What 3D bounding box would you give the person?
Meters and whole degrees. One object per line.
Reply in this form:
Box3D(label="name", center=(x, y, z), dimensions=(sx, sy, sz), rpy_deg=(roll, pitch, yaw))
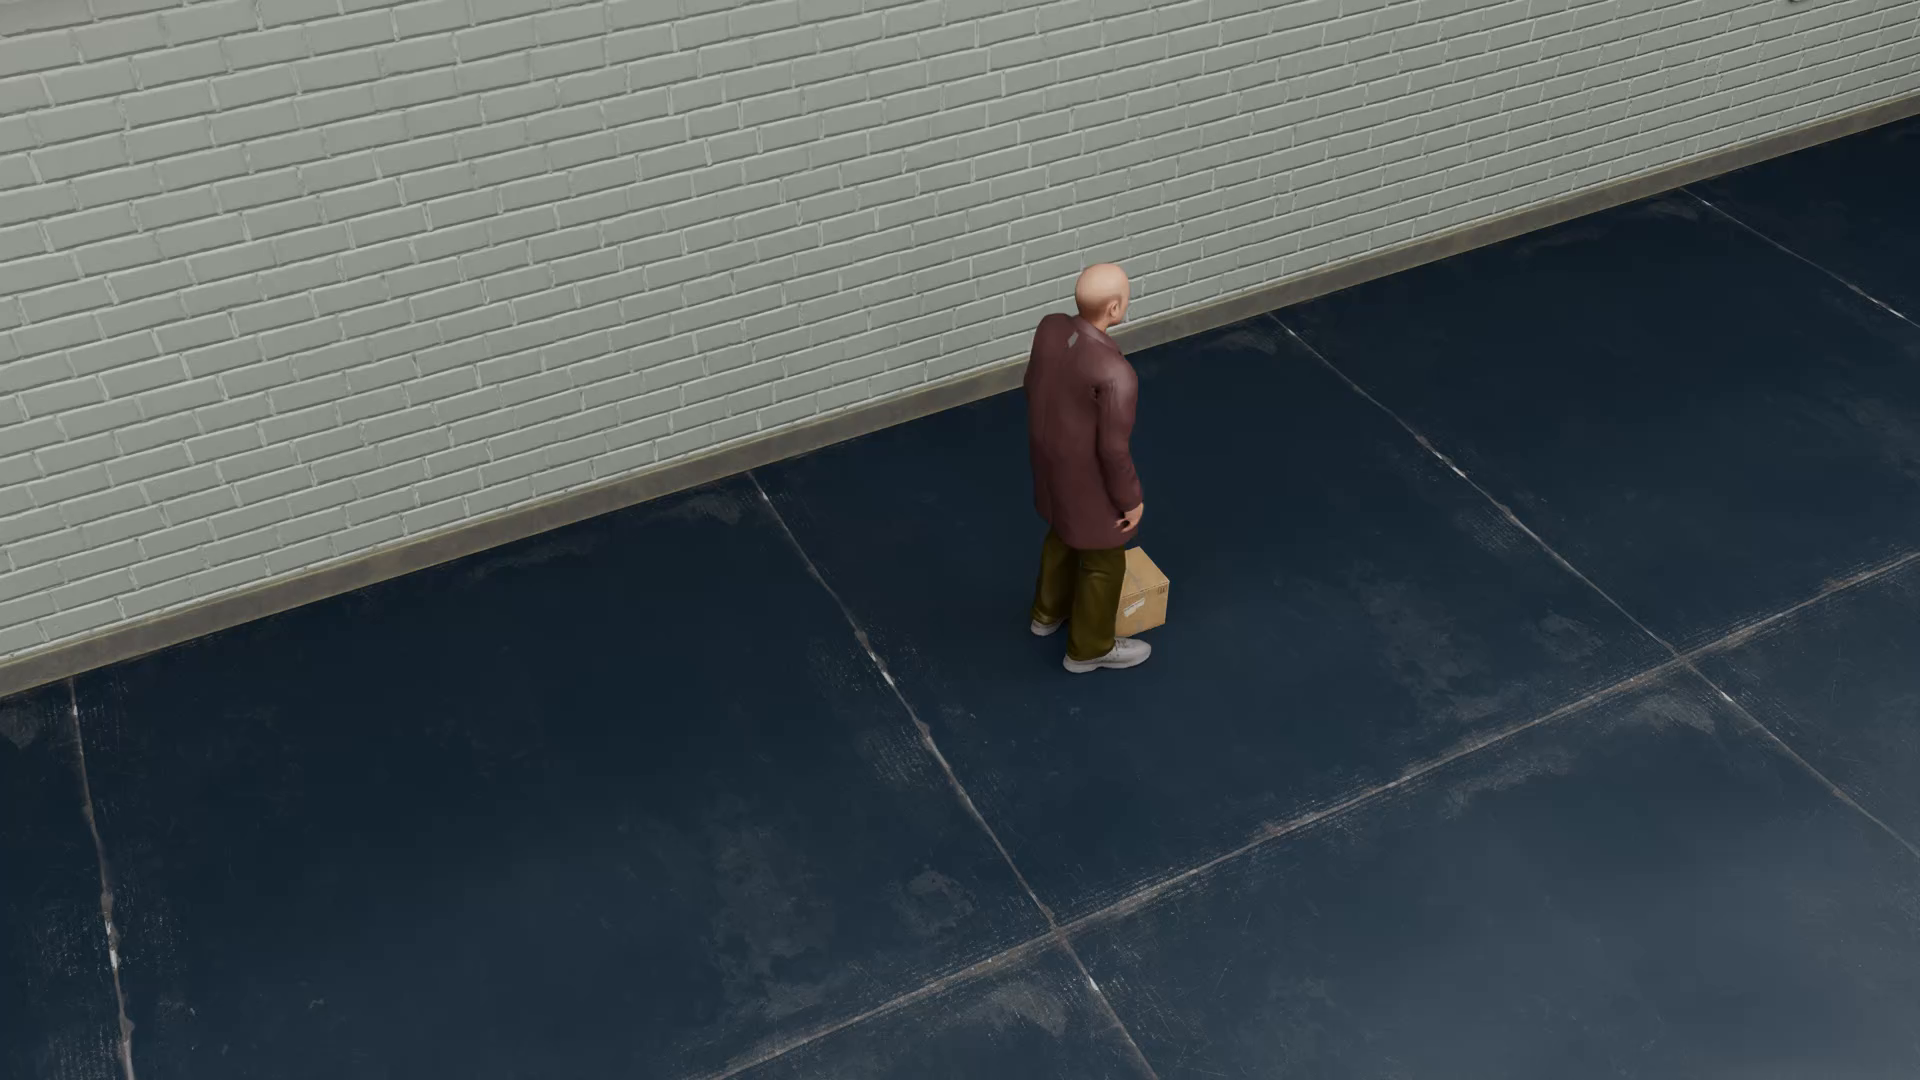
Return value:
Box3D(label="person", center=(0.490, -0.274, 6.488), dimensions=(0.415, 1.774, 0.654), rpy_deg=(-20, 44, -21))
